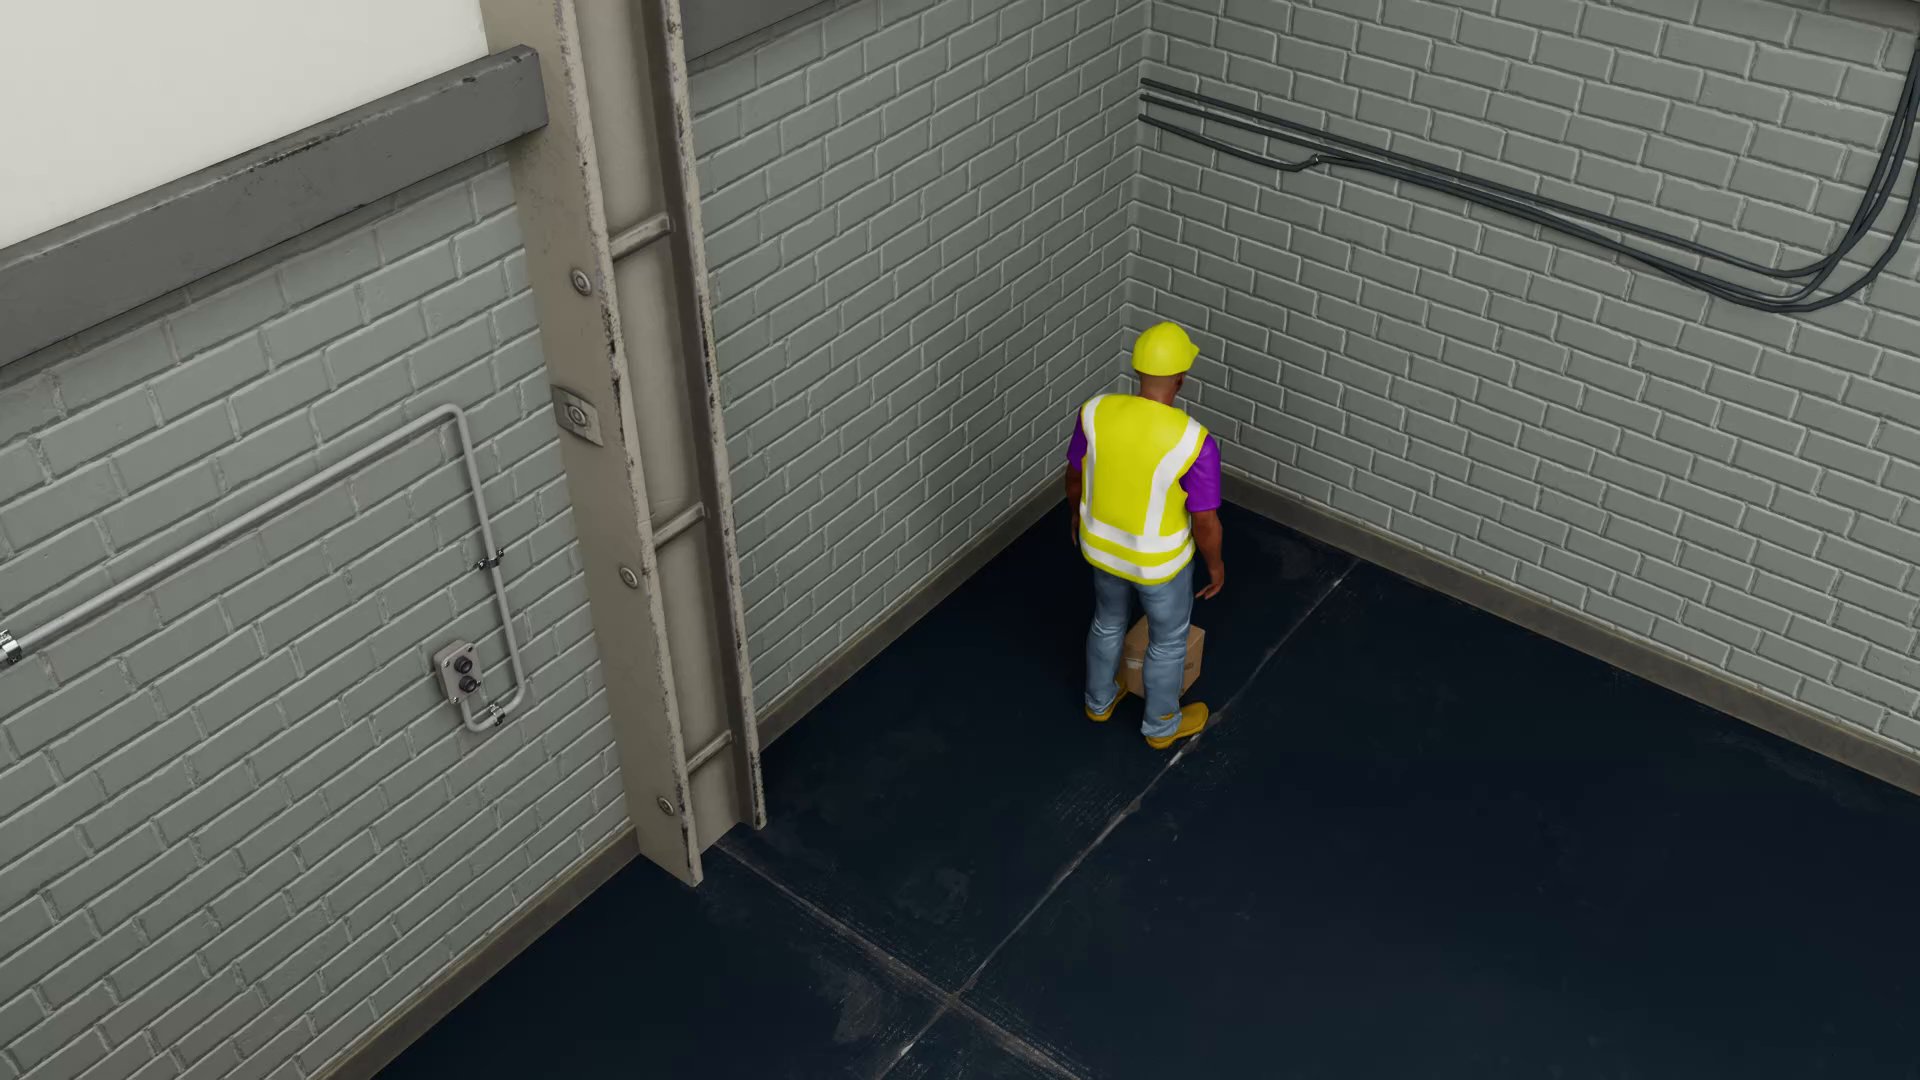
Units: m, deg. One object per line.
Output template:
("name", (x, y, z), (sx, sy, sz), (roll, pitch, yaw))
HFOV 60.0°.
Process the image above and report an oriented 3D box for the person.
("person", (0.679, 0.004, 6.136), (0.637, 1.757, 0.455), (24, 44, 27))
